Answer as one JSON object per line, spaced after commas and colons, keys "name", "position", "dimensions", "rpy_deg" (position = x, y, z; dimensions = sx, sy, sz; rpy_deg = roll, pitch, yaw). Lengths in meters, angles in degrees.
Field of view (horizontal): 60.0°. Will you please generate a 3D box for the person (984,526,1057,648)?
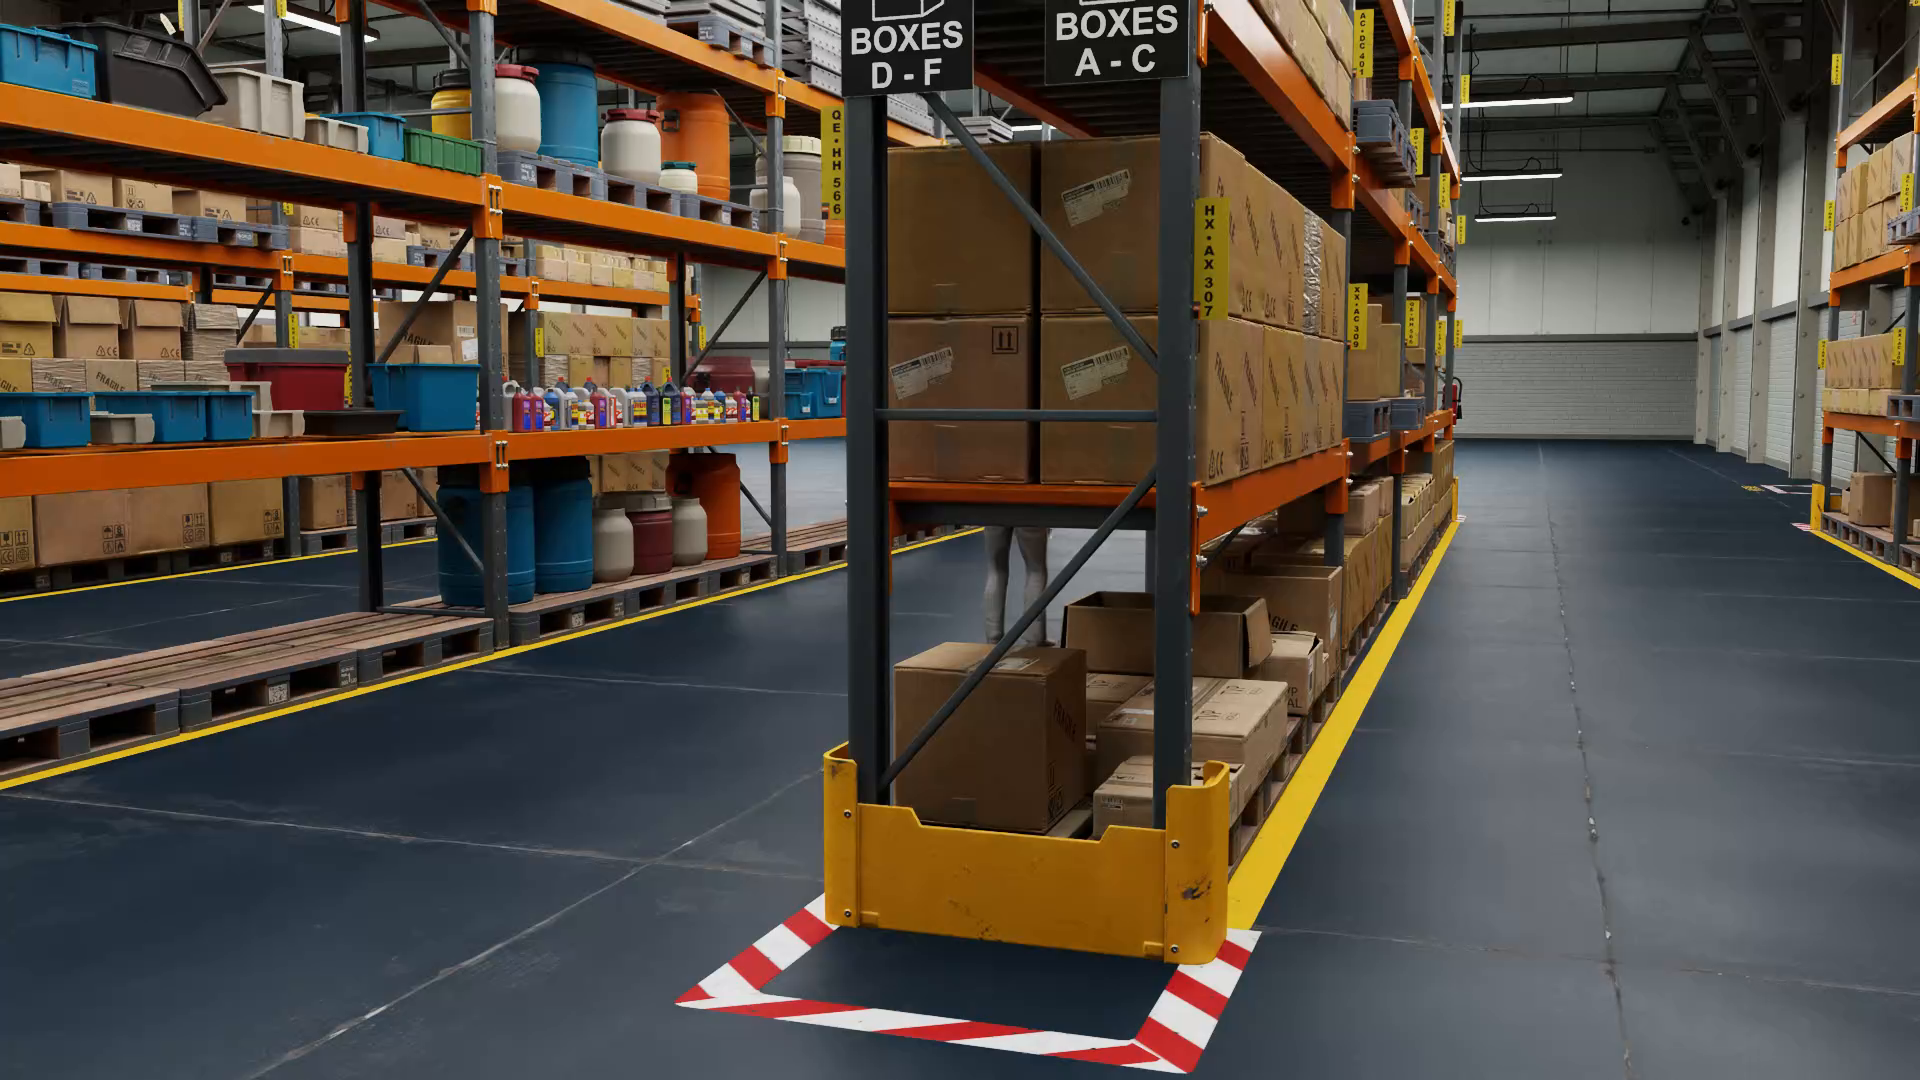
{"name": "person", "position": [0.335, -0.174, 9.979], "dimensions": [0.479, 1.684, 0.429], "rpy_deg": [2, 6, 18]}
